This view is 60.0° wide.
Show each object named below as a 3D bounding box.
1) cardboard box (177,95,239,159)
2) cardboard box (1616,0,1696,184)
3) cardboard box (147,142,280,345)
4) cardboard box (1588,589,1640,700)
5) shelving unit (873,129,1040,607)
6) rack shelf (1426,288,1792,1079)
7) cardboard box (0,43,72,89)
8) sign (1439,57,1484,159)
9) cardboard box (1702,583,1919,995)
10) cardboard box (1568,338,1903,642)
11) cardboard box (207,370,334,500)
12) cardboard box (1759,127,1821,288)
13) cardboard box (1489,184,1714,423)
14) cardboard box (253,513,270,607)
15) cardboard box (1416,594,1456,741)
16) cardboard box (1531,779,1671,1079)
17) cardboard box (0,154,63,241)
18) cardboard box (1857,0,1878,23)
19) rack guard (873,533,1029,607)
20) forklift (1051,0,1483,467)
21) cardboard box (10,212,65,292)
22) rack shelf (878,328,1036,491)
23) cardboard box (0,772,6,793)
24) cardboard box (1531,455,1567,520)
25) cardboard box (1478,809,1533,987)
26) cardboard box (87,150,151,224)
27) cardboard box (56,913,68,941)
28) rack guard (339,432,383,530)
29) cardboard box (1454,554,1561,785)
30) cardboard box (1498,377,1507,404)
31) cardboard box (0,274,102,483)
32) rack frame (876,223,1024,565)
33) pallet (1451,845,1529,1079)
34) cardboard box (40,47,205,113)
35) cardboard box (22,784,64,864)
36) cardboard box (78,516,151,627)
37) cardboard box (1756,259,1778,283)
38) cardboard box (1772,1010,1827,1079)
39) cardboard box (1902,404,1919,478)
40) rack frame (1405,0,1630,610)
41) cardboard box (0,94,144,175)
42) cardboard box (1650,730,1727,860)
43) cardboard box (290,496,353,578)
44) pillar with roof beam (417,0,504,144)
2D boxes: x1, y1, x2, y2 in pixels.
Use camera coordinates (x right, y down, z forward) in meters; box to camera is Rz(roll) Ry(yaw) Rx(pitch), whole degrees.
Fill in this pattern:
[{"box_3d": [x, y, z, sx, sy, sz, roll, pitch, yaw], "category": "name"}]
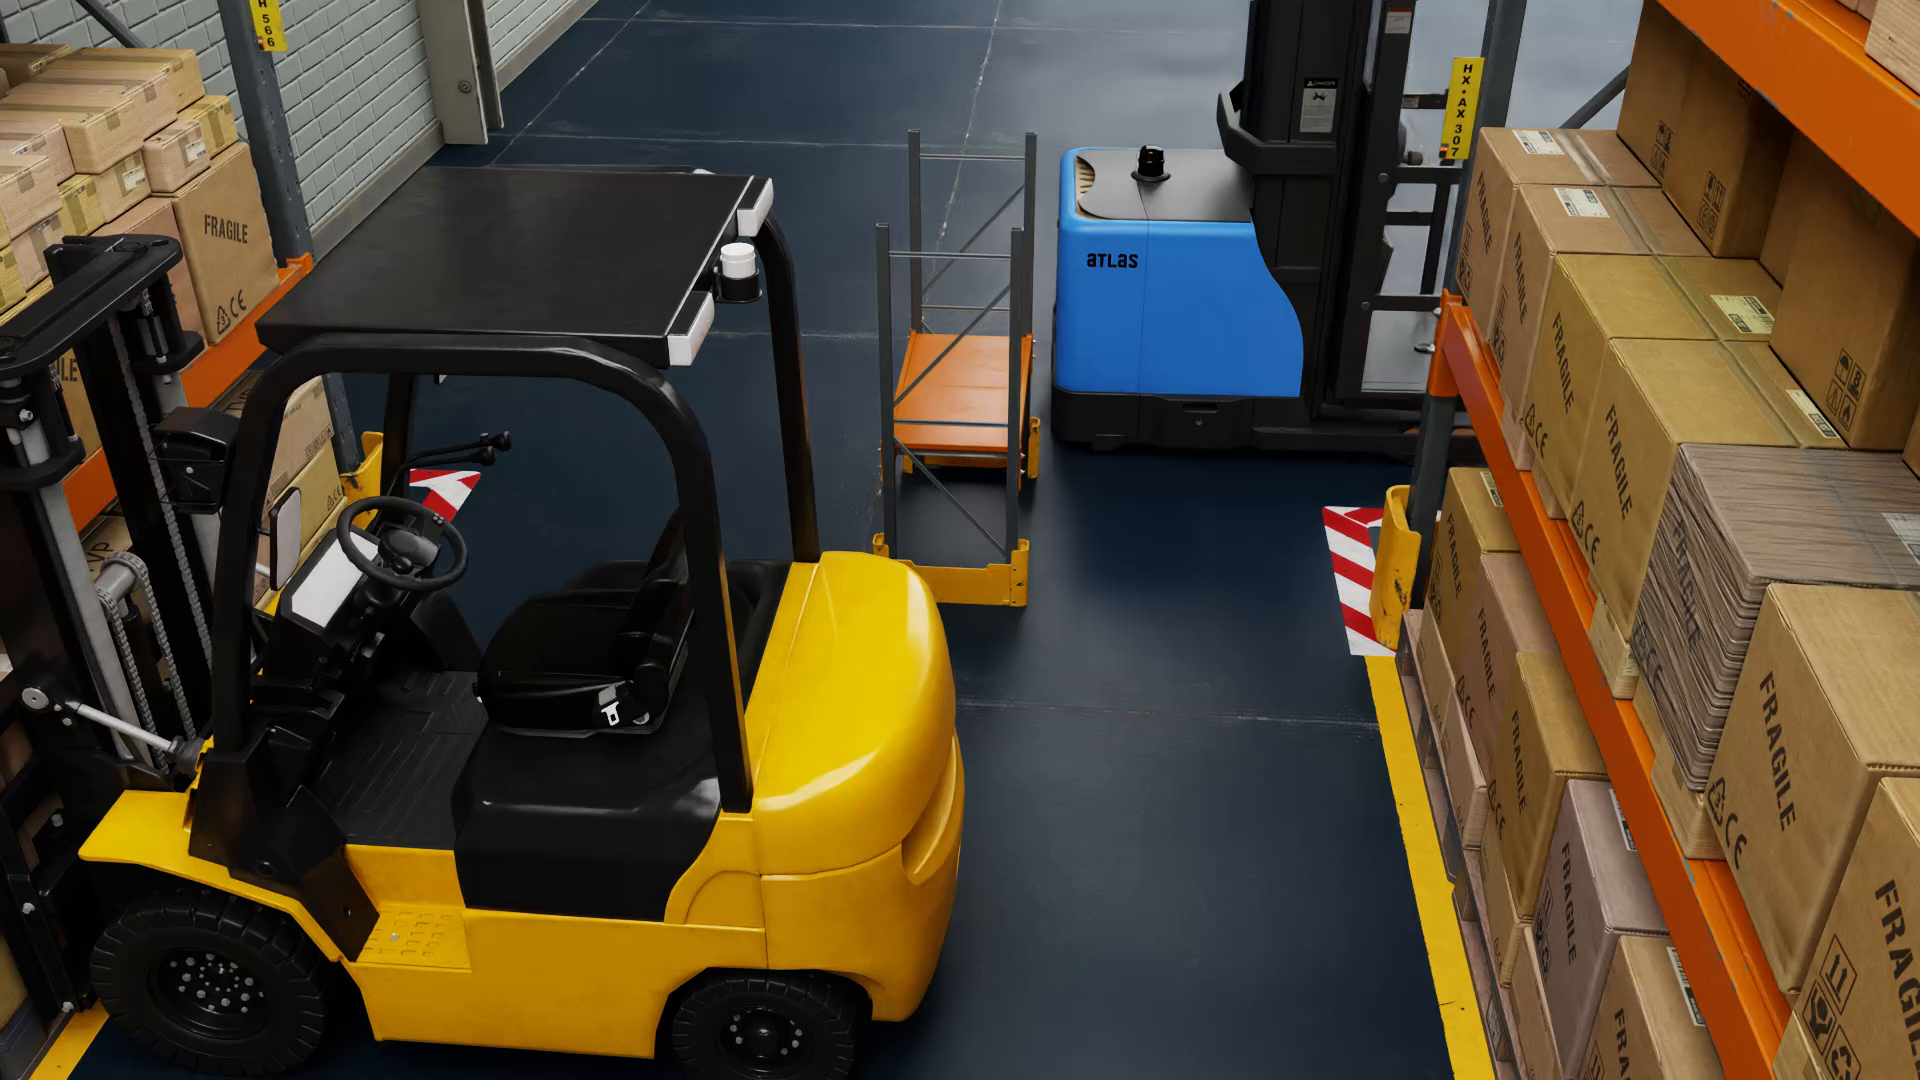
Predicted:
[{"box_3d": [-2.557, -1.316, 5.313, 0.380, 0.149, 0.250, 3, 32, 5], "category": "cardboard box"}, {"box_3d": [2.315, -1.299, 4.667, 0.700, 0.500, 0.500, 2, 32, 3], "category": "cardboard box"}, {"box_3d": [-2.587, -0.965, 5.361, 0.500, 0.500, 0.500, 2, 32, 3], "category": "cardboard box"}, {"box_3d": [1.651, 0.237, 3.746, 0.380, 0.149, 0.250, 3, 32, 4], "category": "cardboard box"}, {"box_3d": [0.006, -0.678, 6.421, 0.587, 1.500, 1.083, 2, 32, 4], "category": "shelving unit"}, {"box_3d": [1.976, 0.371, 3.974, 1.077, 0.370, 4.000, 2, 32, 4], "category": "rack shelf"}, {"box_3d": [-3.049, -1.470, 5.278, 0.380, 0.149, 0.250, 2, 32, 3], "category": "cardboard box"}, {"box_3d": [1.598, -1.372, 5.293, 0.100, 0.325, 0.005, 2, 32, 4], "category": "sign"}, {"box_3d": [1.637, 0.429, 2.815, 0.500, 0.500, 0.500, 3, 32, 6], "category": "cardboard box"}, {"box_3d": [1.712, -0.110, 3.691, 0.500, 0.500, 0.500, 2, 32, 3], "category": "cardboard box"}, {"box_3d": [-2.535, -0.371, 5.760, 0.500, 0.250, 0.500, 3, 32, 6], "category": "cardboard box"}, {"box_3d": [2.327, -0.764, 3.798, 0.700, 0.500, 0.500, 2, 32, 3], "category": "cardboard box"}, {"box_3d": [1.785, -0.643, 4.556, 0.500, 0.500, 0.500, 3, 32, 5], "category": "cardboard box"}, {"box_3d": [-2.588, 0.118, 5.444, 0.500, 0.250, 0.500, 2, 32, 4], "category": "cardboard box"}, {"box_3d": [1.798, 0.421, 5.428, 0.500, 0.250, 0.500, 2, 32, 4], "category": "cardboard box"}, {"box_3d": [1.674, 0.930, 3.888, 0.500, 0.500, 0.500, 4, 32, 7], "category": "cardboard box"}, {"box_3d": [-2.616, -0.904, 4.360, 0.380, 0.149, 0.250, 3, 32, 5], "category": "cardboard box"}, {"box_3d": [1.738, -0.907, 2.743, 0.380, 0.149, 0.250, 3, 32, 5], "category": "cardboard box"}, {"box_3d": [-0.034, 0.114, 6.327, 0.587, 0.250, 0.087, 2, 32, 4], "category": "rack guard"}, {"box_3d": [1.940, -1.853, 6.964, 3.031, 2.935, 1.130, 2, 32, 3], "category": "forklift"}, {"box_3d": [-2.637, -0.777, 4.439, 0.380, 0.149, 0.250, 1, 32, 2], "category": "cardboard box"}, {"box_3d": [0.007, -0.530, 6.523, 0.538, 0.185, 1.000, 2, 32, 4], "category": "rack shelf"}, {"box_3d": [-2.701, 0.700, 4.023, 0.500, 0.250, 0.500, 3, 32, 6], "category": "cardboard box"}, {"box_3d": [1.742, -0.170, 4.406, 0.380, 0.149, 0.250, 3, 32, 5], "category": "cardboard box"}, {"box_3d": [1.717, 0.974, 4.532, 0.500, 0.250, 0.500, 5, 32, 7], "category": "cardboard box"}, {"box_3d": [-2.631, -1.048, 4.878, 0.380, 0.149, 0.250, 3, 32, 5], "category": "cardboard box"}, {"box_3d": [-2.651, 0.854, 4.726, 0.500, 0.250, 0.500, 3, 32, 6], "category": "cardboard box"}, {"box_3d": [-2.806, -0.139, 6.499, 1.175, 0.500, 0.348, 2, 32, 4], "category": "rack guard"}, {"box_3d": [1.758, 0.388, 4.767, 0.500, 0.500, 0.500, 1, 32, 2], "category": "cardboard box"}, {"box_3d": [1.796, -0.437, 4.840, 0.380, 0.149, 0.250, 1, 32, 2], "category": "cardboard box"}, {"box_3d": [-2.680, -0.426, 4.487, 0.500, 0.500, 0.500, 2, 32, 3], "category": "cardboard box"}, {"box_3d": [-0.034, -0.417, 5.998, 0.500, 1.500, 0.032, 2, 32, 4], "category": "rack frame"}, {"box_3d": [1.930, 1.306, 4.430, 1.003, 0.211, 1.213, 2, 32, 4], "category": "pallet"}, {"box_3d": [-2.628, -1.440, 5.230, 0.380, 0.149, 0.250, 3, 32, 4], "category": "cardboard box"}, {"box_3d": [-2.653, 0.650, 4.580, 0.500, 0.250, 0.500, 2, 32, 4], "category": "cardboard box"}, {"box_3d": [-2.602, 0.161, 4.897, 0.500, 0.250, 0.500, 3, 32, 5], "category": "cardboard box"}, {"box_3d": [2.324, -0.593, 4.474, 0.500, 0.500, 0.500, 3, 32, 4], "category": "cardboard box"}, {"box_3d": [1.549, 0.906, 2.660, 0.380, 0.149, 0.250, 3, 32, 5], "category": "cardboard box"}, {"box_3d": [2.197, -0.232, 2.936, 0.700, 0.500, 0.500, 2, 32, 3], "category": "cardboard box"}, {"box_3d": [2.139, -0.981, 5.482, 1.000, 3.000, 0.127, 2, 32, 4], "category": "rack frame"}, {"box_3d": [-2.611, -1.172, 4.795, 0.380, 0.149, 0.250, 3, 32, 5], "category": "cardboard box"}, {"box_3d": [1.615, 0.505, 3.310, 0.380, 0.149, 0.250, 2, 32, 3], "category": "cardboard box"}, {"box_3d": [-2.532, 0.060, 6.014, 0.500, 0.250, 0.500, 3, 32, 4], "category": "cardboard box"}, {"box_3d": [1.016, -6.373, 8.513, 9.100, 9.000, 0.400, 2, 32, 4], "category": "pillar with roof beam"}]
